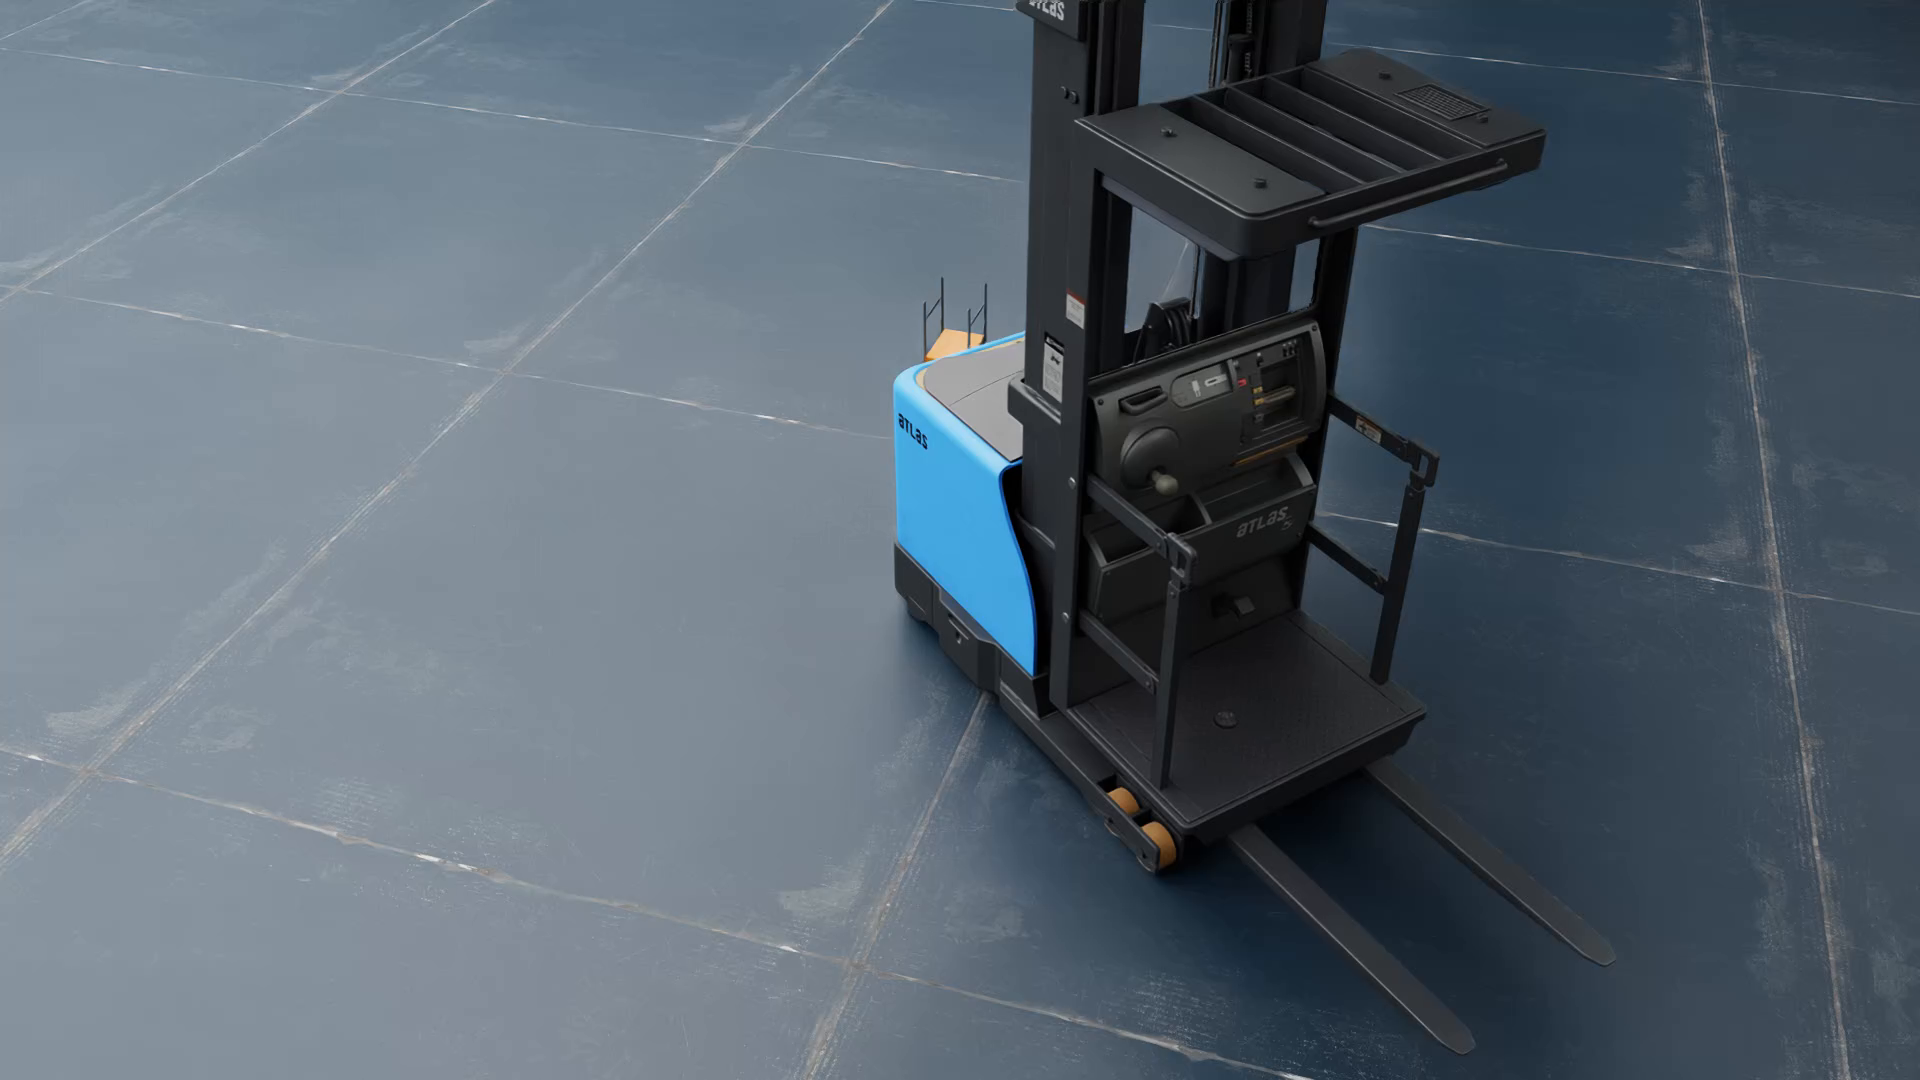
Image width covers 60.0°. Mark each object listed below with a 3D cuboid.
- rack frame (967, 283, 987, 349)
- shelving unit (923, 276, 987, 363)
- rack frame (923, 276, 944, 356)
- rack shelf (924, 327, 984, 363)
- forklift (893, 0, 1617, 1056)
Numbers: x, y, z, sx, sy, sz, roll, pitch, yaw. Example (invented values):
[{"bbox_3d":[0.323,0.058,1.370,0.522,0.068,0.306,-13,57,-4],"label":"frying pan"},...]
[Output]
[{"bbox_3d":[0.069,-0.474,6.882,0.006,1.200,0.240,11,38,15],"label":"rack frame"},{"bbox_3d":[-0.018,-0.491,6.905,0.189,1.200,0.258,11,38,15],"label":"shelving unit"},{"bbox_3d":[-0.105,-0.508,6.928,0.006,1.200,0.240,11,38,15],"label":"rack frame"},{"bbox_3d":[-0.018,-0.745,6.718,0.180,0.103,0.258,11,38,15],"label":"rack shelf"},{"bbox_3d":[0.939,-0.366,5.274,1.130,2.935,3.031,-20,41,-25],"label":"forklift"}]
